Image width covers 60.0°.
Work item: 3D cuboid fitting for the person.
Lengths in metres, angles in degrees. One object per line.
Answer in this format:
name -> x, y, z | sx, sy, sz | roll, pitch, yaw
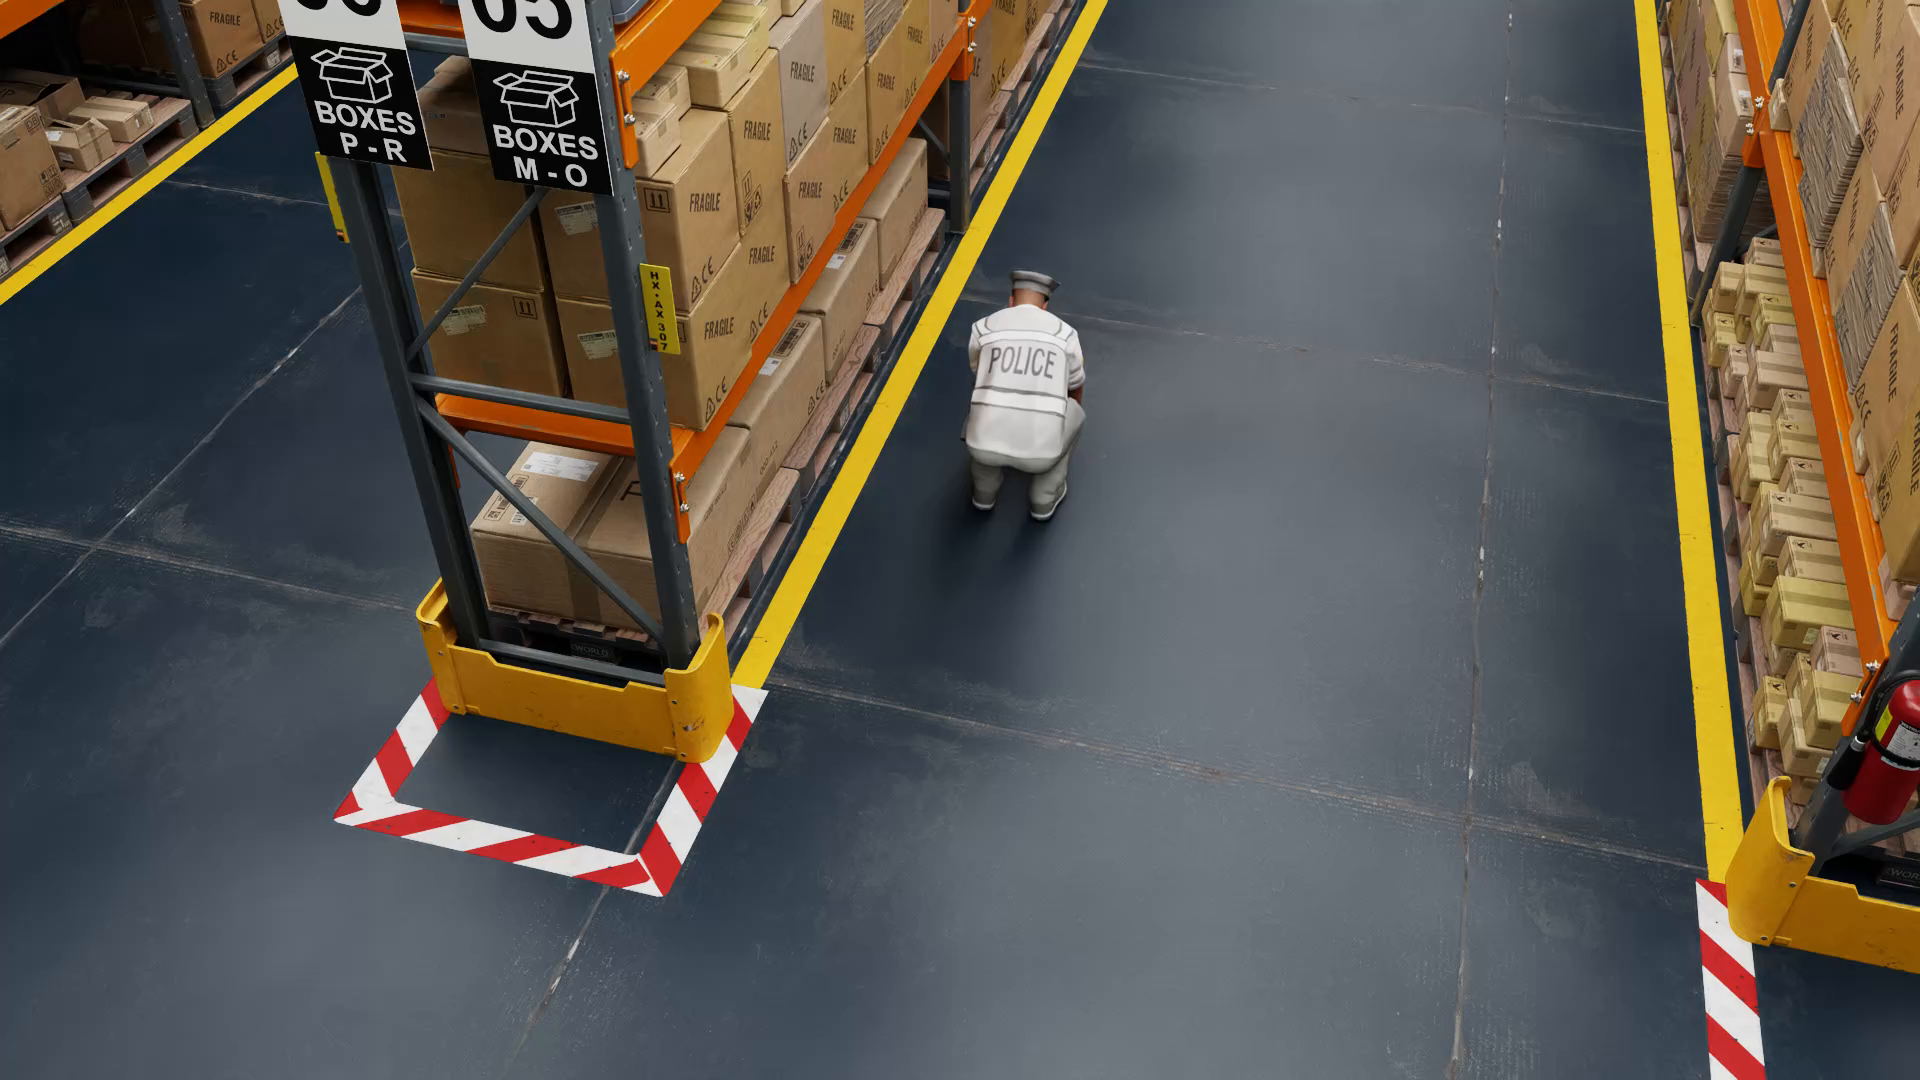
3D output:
person -> 0.286, -0.649, 7.541 | 0.565, 0.931, 0.954 | 10, 42, 11
